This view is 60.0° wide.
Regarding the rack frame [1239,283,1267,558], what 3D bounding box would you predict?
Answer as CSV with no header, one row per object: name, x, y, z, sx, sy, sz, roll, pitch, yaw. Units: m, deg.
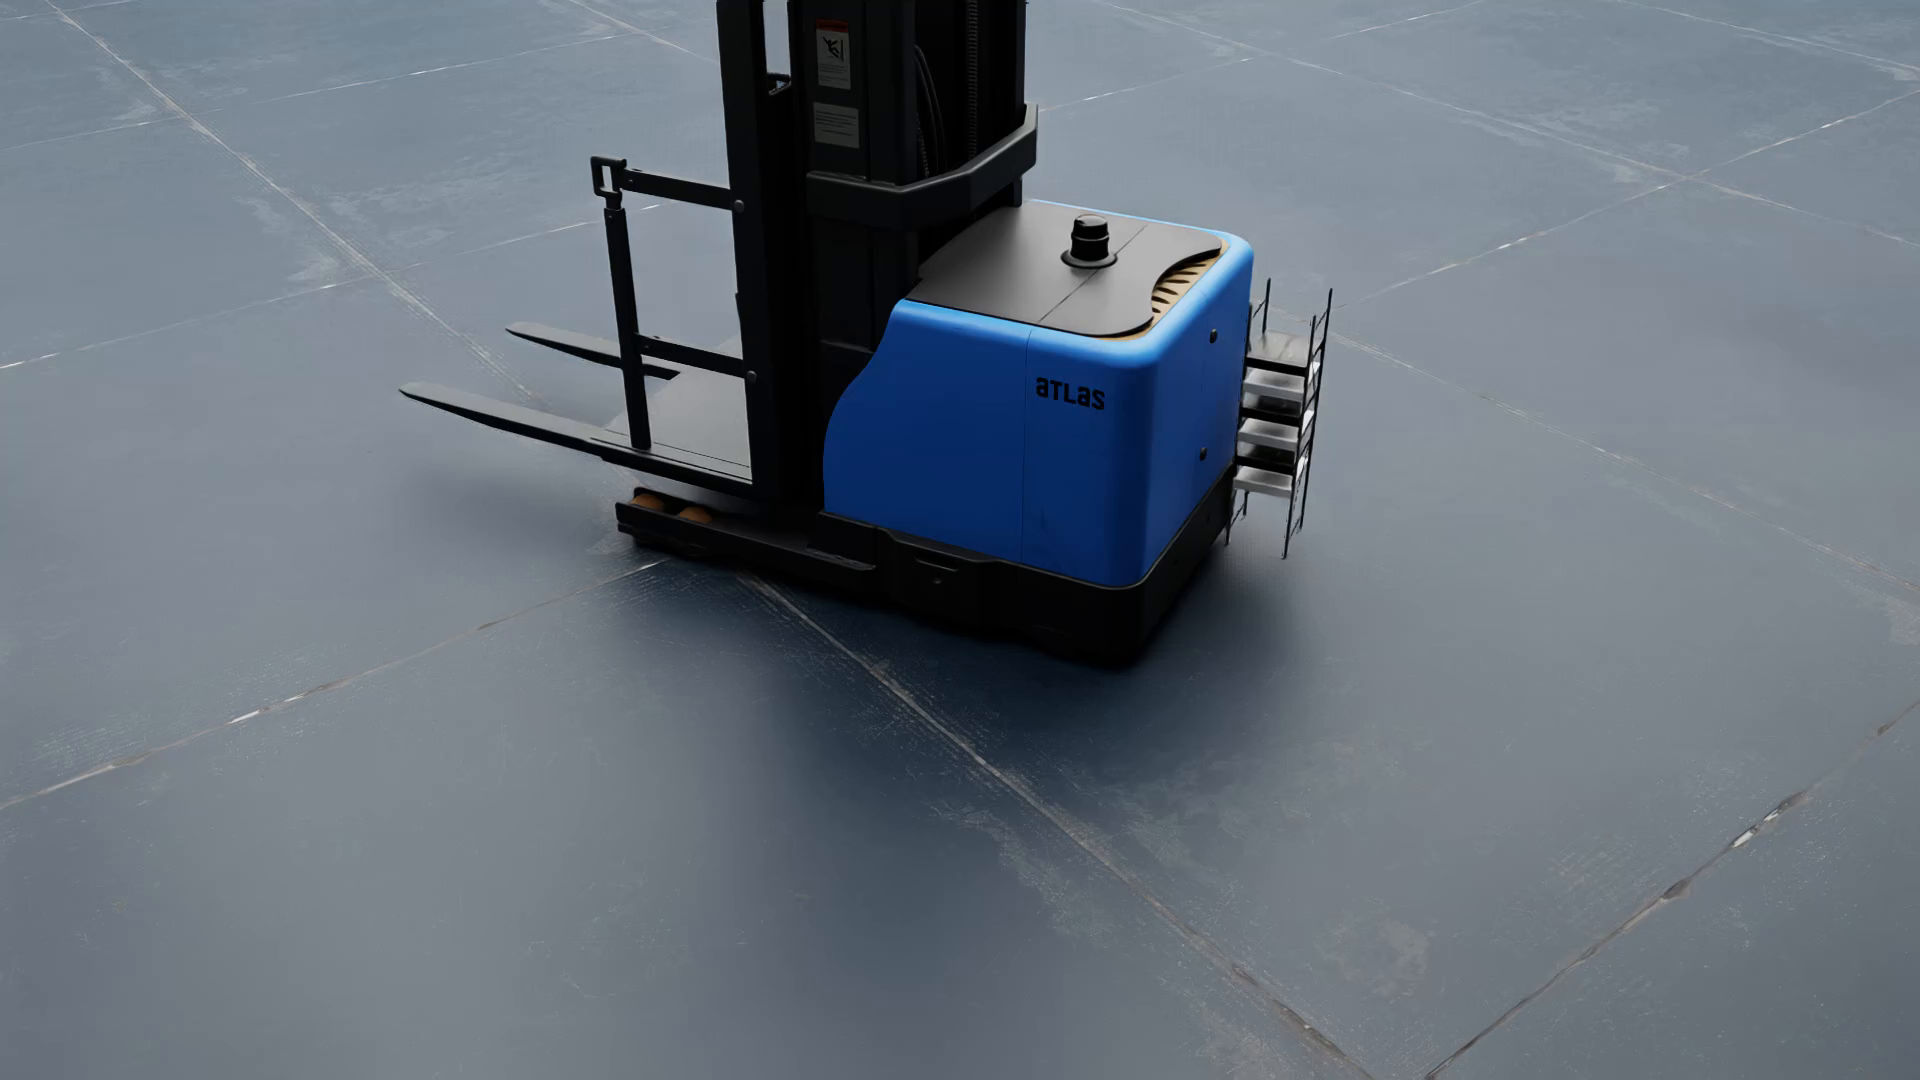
rack frame,0.970,-0.385,5.518,0.006,0.900,0.240,5,32,7

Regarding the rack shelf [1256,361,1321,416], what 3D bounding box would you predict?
rack shelf,1.070,-0.502,5.427,0.200,0.077,0.258,5,32,7

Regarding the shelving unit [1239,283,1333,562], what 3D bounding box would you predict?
shelving unit,1.070,-0.377,5.505,0.210,0.900,0.258,5,32,7

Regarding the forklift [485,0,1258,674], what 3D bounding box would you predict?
forklift,-0.525,-1.486,5.365,3.031,2.935,1.130,24,39,33

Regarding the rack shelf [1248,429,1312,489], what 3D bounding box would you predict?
rack shelf,1.070,-0.273,5.570,0.200,0.077,0.258,5,32,7

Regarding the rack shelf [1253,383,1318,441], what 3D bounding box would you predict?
rack shelf,1.070,-0.425,5.475,0.200,0.077,0.258,5,32,7

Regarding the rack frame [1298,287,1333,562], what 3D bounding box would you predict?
rack frame,1.171,-0.369,5.491,0.006,0.900,0.240,5,32,7

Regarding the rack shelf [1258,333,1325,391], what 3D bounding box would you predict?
rack shelf,1.070,-0.578,5.380,0.200,0.077,0.258,5,32,7

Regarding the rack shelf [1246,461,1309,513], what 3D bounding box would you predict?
rack shelf,1.070,-0.196,5.617,0.200,0.077,0.258,5,32,7

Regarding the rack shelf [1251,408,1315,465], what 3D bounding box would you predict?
rack shelf,1.070,-0.349,5.522,0.200,0.077,0.258,5,32,7
